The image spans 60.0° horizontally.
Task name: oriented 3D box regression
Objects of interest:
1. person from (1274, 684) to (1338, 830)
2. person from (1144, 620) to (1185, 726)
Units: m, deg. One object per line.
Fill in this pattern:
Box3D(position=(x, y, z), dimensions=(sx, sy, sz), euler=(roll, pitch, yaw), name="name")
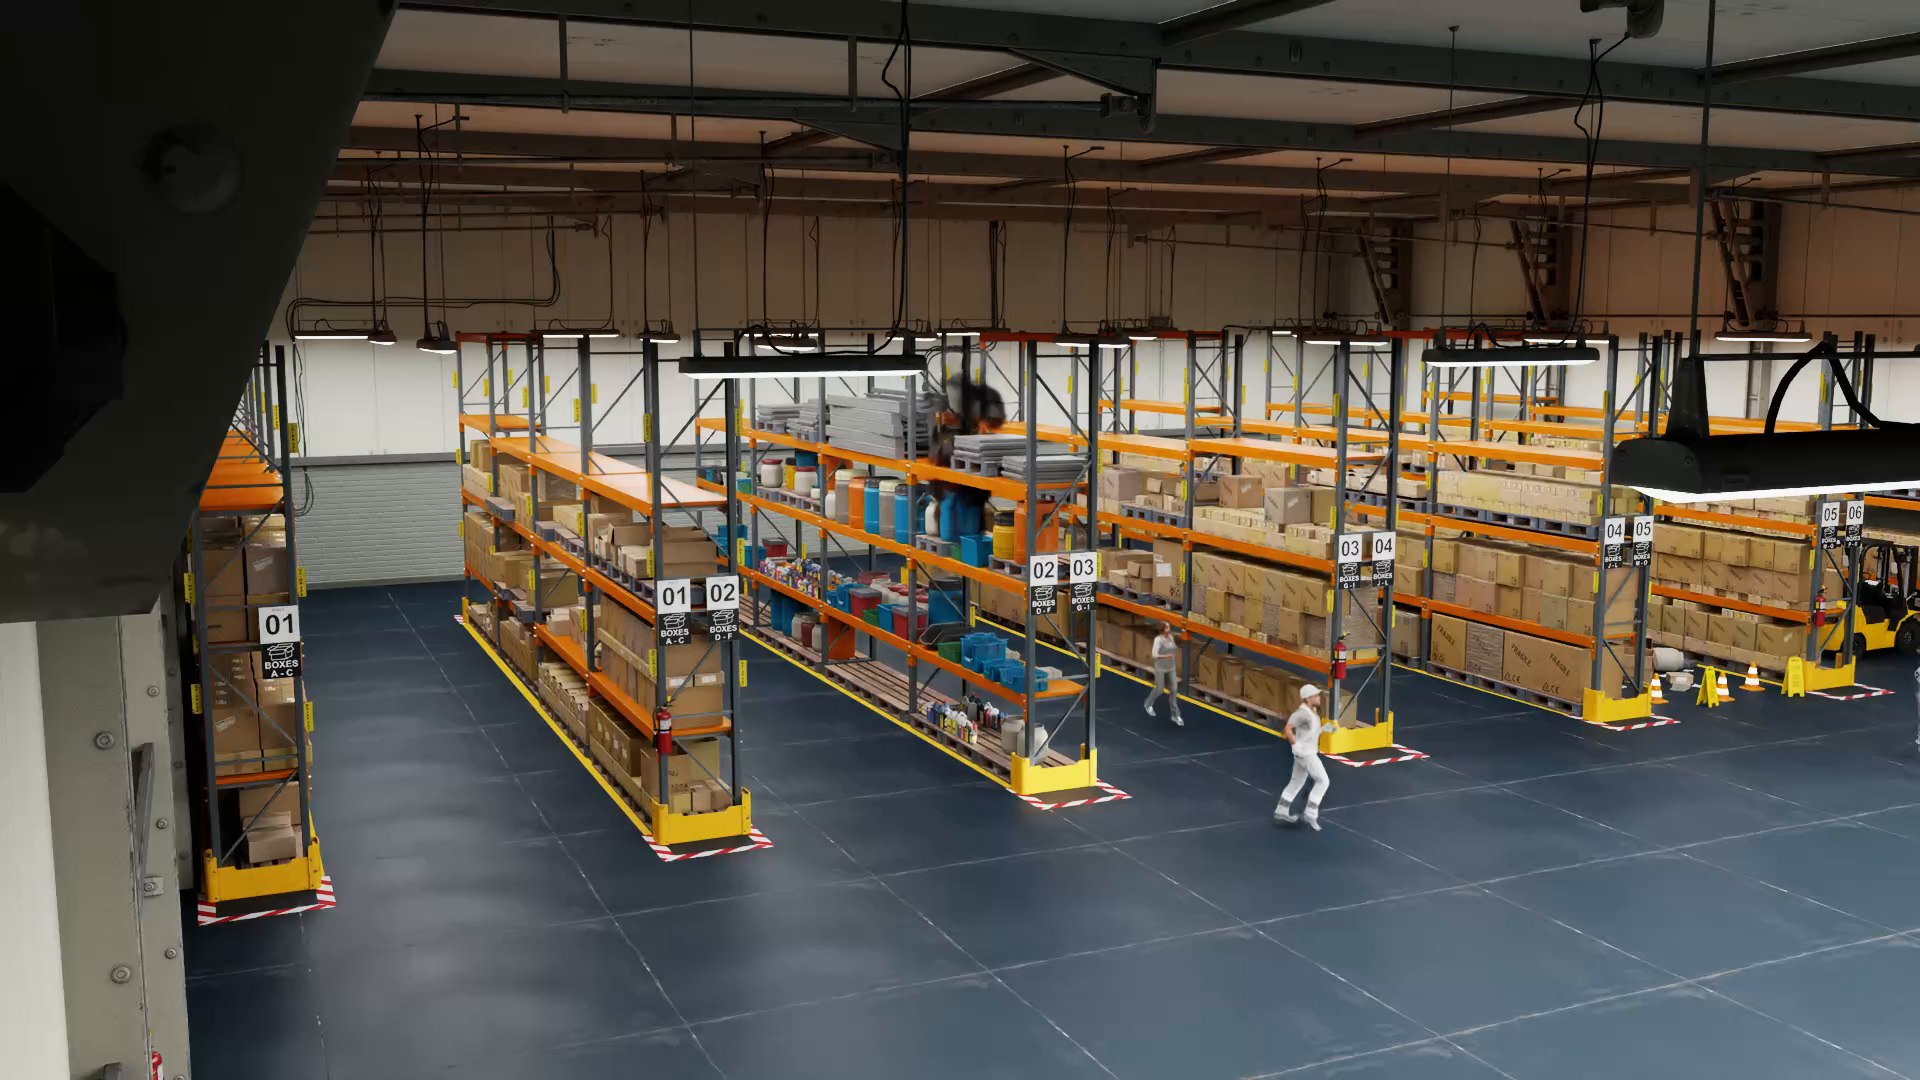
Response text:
Box3D(position=(4.307, 2.690, 20.654), dimensions=(0.754, 1.838, 0.616), euler=(1, 8, 10), name="person")
Box3D(position=(3.175, 2.035, 25.870), dimensions=(0.531, 1.607, 0.838), euler=(-5, 9, -33), name="person")
